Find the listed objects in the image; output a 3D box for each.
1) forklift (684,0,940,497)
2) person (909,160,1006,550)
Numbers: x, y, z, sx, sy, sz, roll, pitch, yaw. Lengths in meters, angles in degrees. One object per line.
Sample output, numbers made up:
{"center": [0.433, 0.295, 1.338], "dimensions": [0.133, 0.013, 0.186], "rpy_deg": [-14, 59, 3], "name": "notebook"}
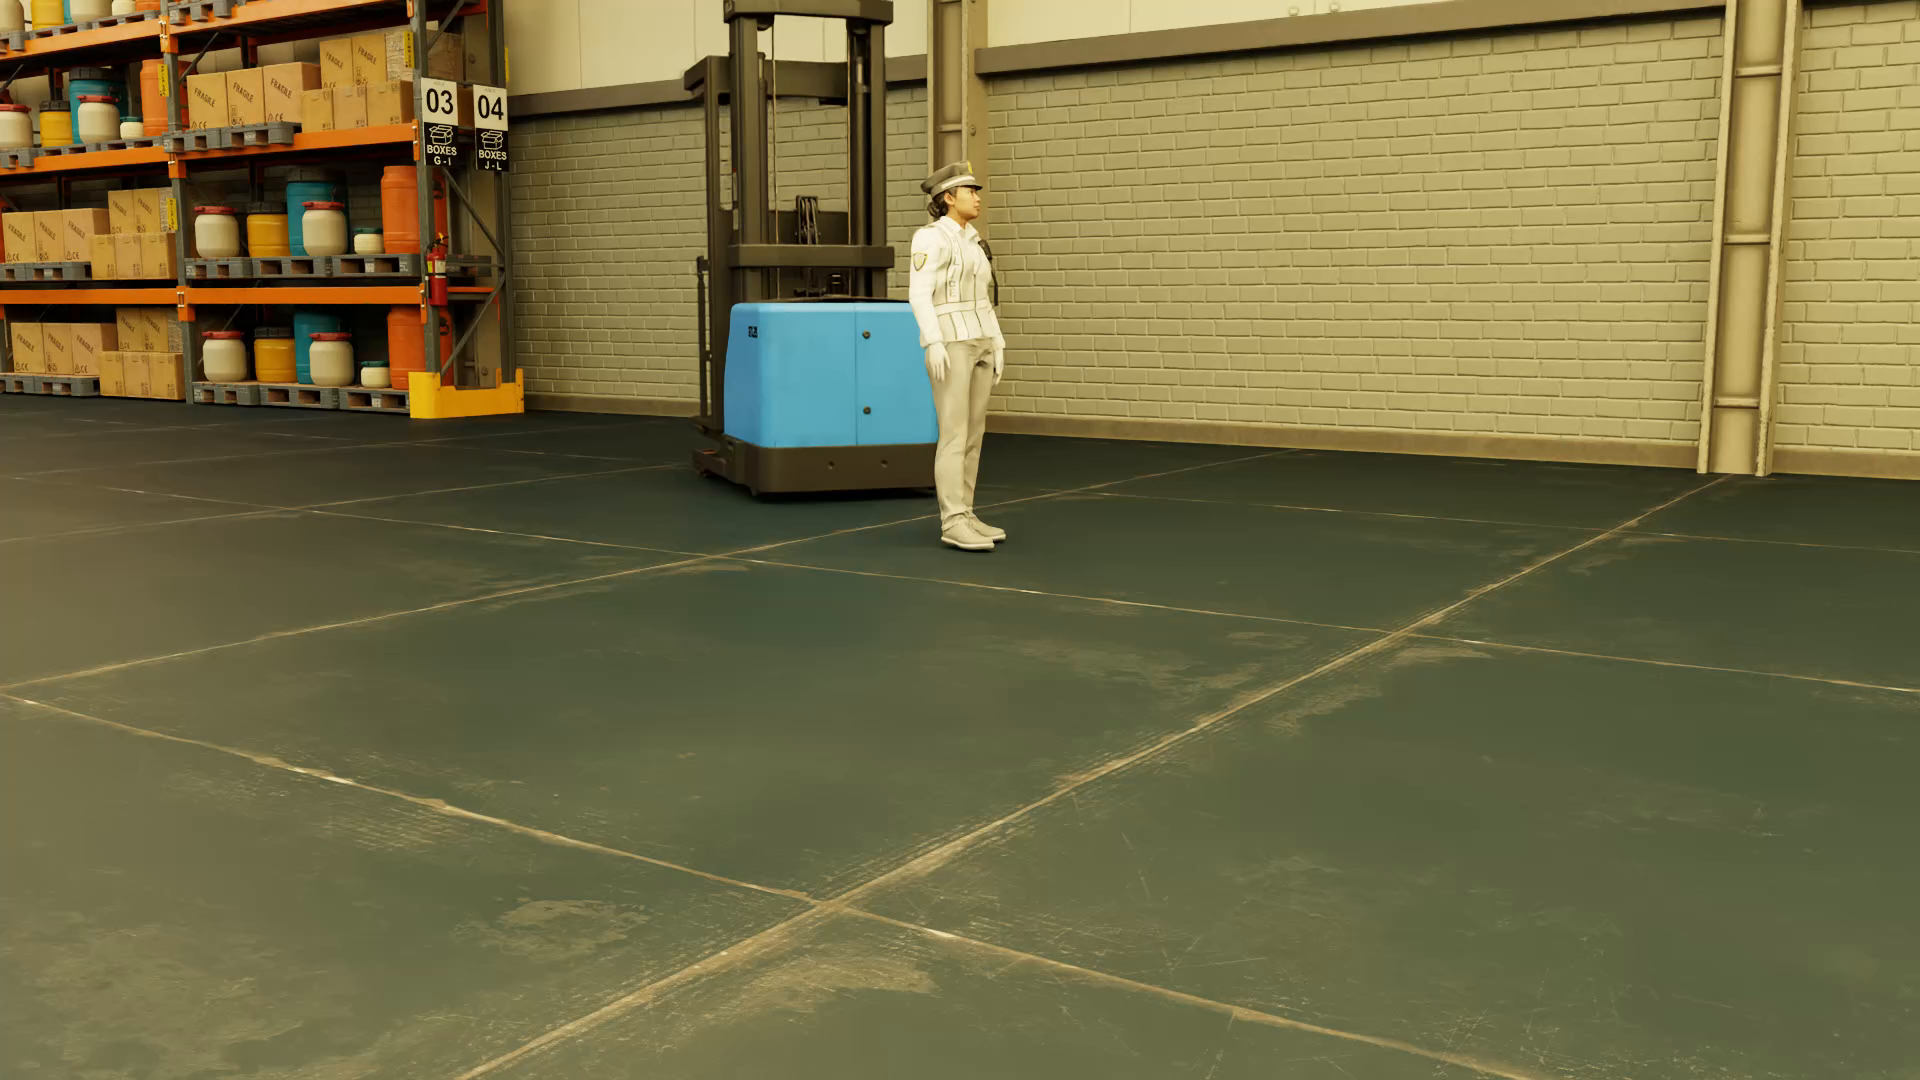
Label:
{"center": [-1.058, -1.854, 10.231], "dimensions": [1.130, 2.935, 3.031], "rpy_deg": [-3, 9, -19], "name": "forklift"}
{"center": [0.050, -0.840, 7.438], "dimensions": [0.533, 1.696, 0.581], "rpy_deg": [5, 10, 34], "name": "person"}
